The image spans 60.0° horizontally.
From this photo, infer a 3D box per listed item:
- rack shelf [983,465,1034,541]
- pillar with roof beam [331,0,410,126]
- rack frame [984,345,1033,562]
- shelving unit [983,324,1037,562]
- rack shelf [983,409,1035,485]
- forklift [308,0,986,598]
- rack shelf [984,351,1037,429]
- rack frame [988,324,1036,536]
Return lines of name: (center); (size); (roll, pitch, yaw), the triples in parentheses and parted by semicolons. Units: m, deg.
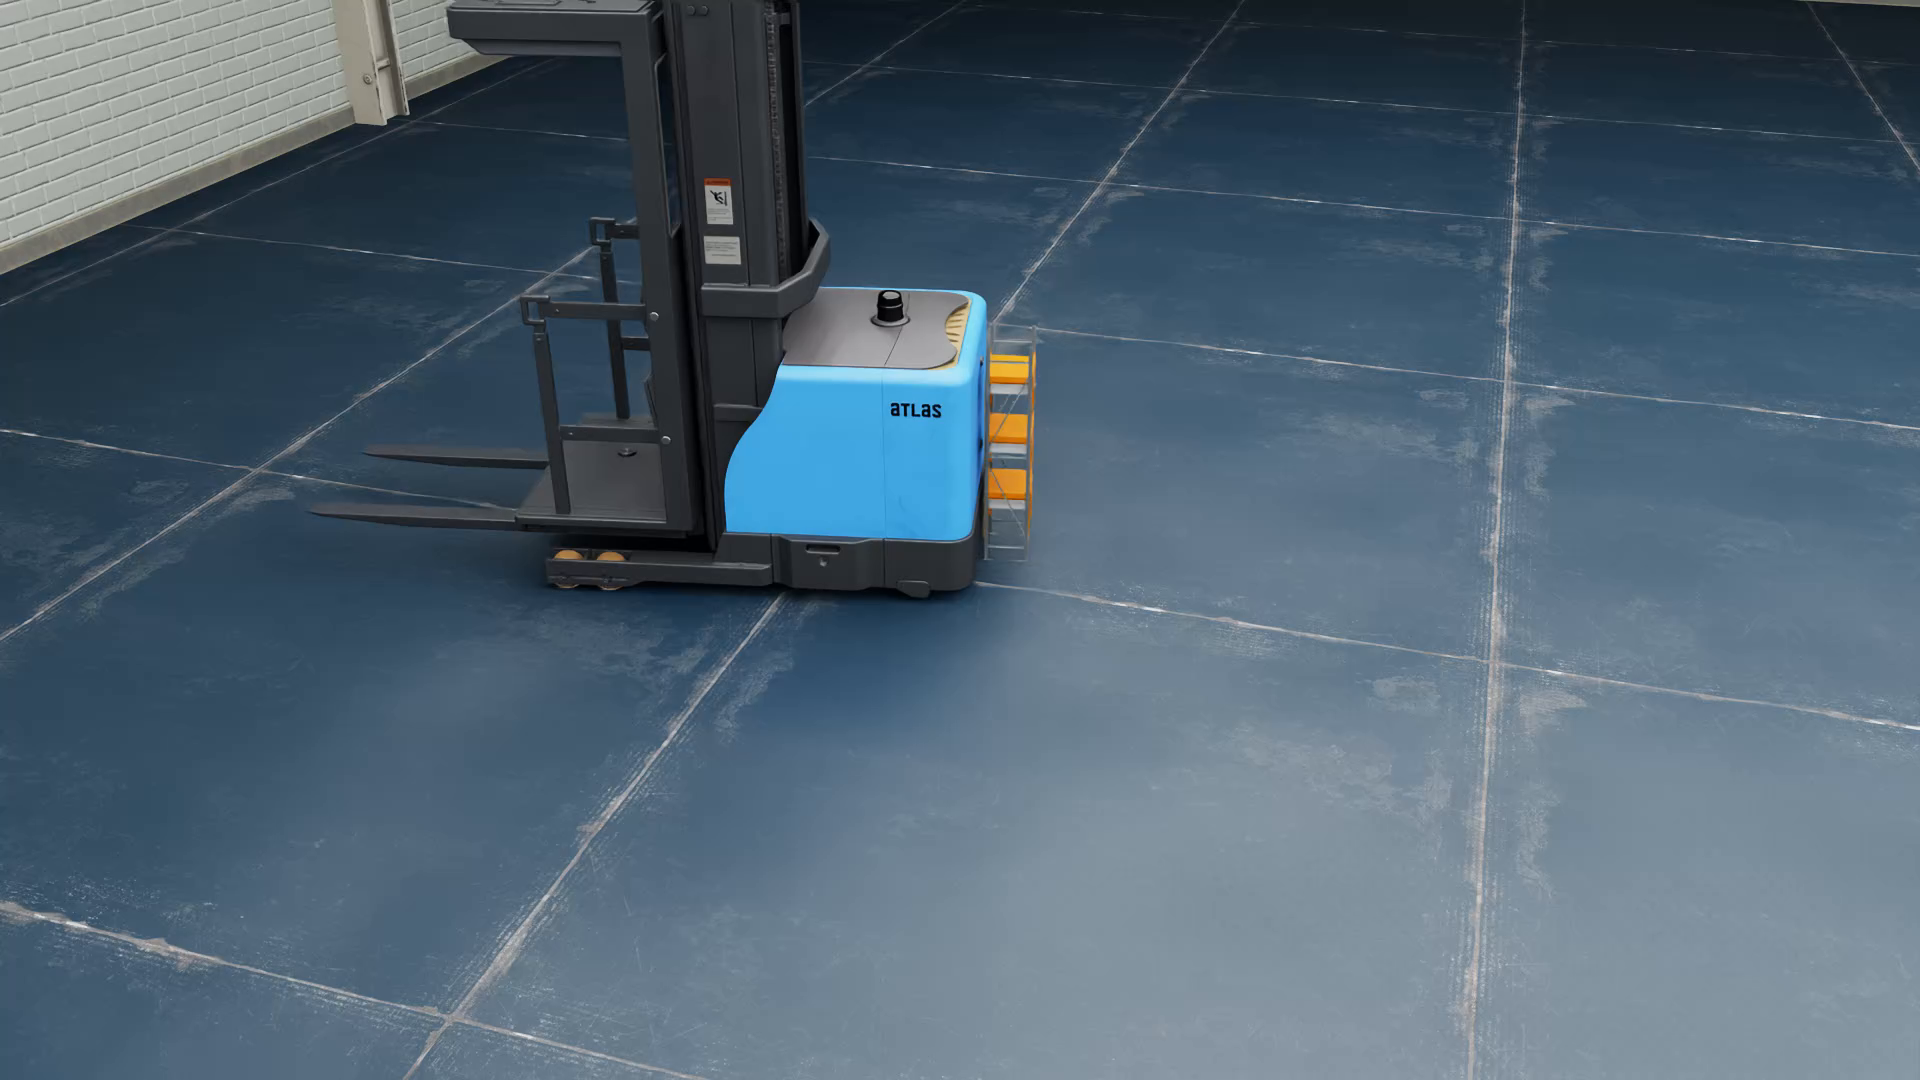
rack shelf: (0.219, -0.170, 7.569); (0.215, 0.259, 0.240); (3, 29, 4)
pillar with roof beam: (-0.842, -6.932, 10.955); (9.100, 9.000, 0.400); (8, 30, 15)
rack frame: (0.209, -0.364, 7.323); (0.200, 1.050, 0.008); (3, 29, 4)
shelving unit: (0.220, -0.423, 7.429); (0.215, 1.050, 0.252); (3, 29, 4)
rack shelf: (0.220, -0.413, 7.434); (0.215, 0.259, 0.240); (3, 29, 4)
forklift: (-1.413, -1.311, 7.092); (3.031, 2.935, 1.130); (2, 29, 4)
rack shelf: (0.221, -0.661, 7.296); (0.215, 0.259, 0.240); (3, 29, 4)
rack frame: (0.231, -0.482, 7.535); (0.200, 1.050, 0.008); (3, 29, 4)
